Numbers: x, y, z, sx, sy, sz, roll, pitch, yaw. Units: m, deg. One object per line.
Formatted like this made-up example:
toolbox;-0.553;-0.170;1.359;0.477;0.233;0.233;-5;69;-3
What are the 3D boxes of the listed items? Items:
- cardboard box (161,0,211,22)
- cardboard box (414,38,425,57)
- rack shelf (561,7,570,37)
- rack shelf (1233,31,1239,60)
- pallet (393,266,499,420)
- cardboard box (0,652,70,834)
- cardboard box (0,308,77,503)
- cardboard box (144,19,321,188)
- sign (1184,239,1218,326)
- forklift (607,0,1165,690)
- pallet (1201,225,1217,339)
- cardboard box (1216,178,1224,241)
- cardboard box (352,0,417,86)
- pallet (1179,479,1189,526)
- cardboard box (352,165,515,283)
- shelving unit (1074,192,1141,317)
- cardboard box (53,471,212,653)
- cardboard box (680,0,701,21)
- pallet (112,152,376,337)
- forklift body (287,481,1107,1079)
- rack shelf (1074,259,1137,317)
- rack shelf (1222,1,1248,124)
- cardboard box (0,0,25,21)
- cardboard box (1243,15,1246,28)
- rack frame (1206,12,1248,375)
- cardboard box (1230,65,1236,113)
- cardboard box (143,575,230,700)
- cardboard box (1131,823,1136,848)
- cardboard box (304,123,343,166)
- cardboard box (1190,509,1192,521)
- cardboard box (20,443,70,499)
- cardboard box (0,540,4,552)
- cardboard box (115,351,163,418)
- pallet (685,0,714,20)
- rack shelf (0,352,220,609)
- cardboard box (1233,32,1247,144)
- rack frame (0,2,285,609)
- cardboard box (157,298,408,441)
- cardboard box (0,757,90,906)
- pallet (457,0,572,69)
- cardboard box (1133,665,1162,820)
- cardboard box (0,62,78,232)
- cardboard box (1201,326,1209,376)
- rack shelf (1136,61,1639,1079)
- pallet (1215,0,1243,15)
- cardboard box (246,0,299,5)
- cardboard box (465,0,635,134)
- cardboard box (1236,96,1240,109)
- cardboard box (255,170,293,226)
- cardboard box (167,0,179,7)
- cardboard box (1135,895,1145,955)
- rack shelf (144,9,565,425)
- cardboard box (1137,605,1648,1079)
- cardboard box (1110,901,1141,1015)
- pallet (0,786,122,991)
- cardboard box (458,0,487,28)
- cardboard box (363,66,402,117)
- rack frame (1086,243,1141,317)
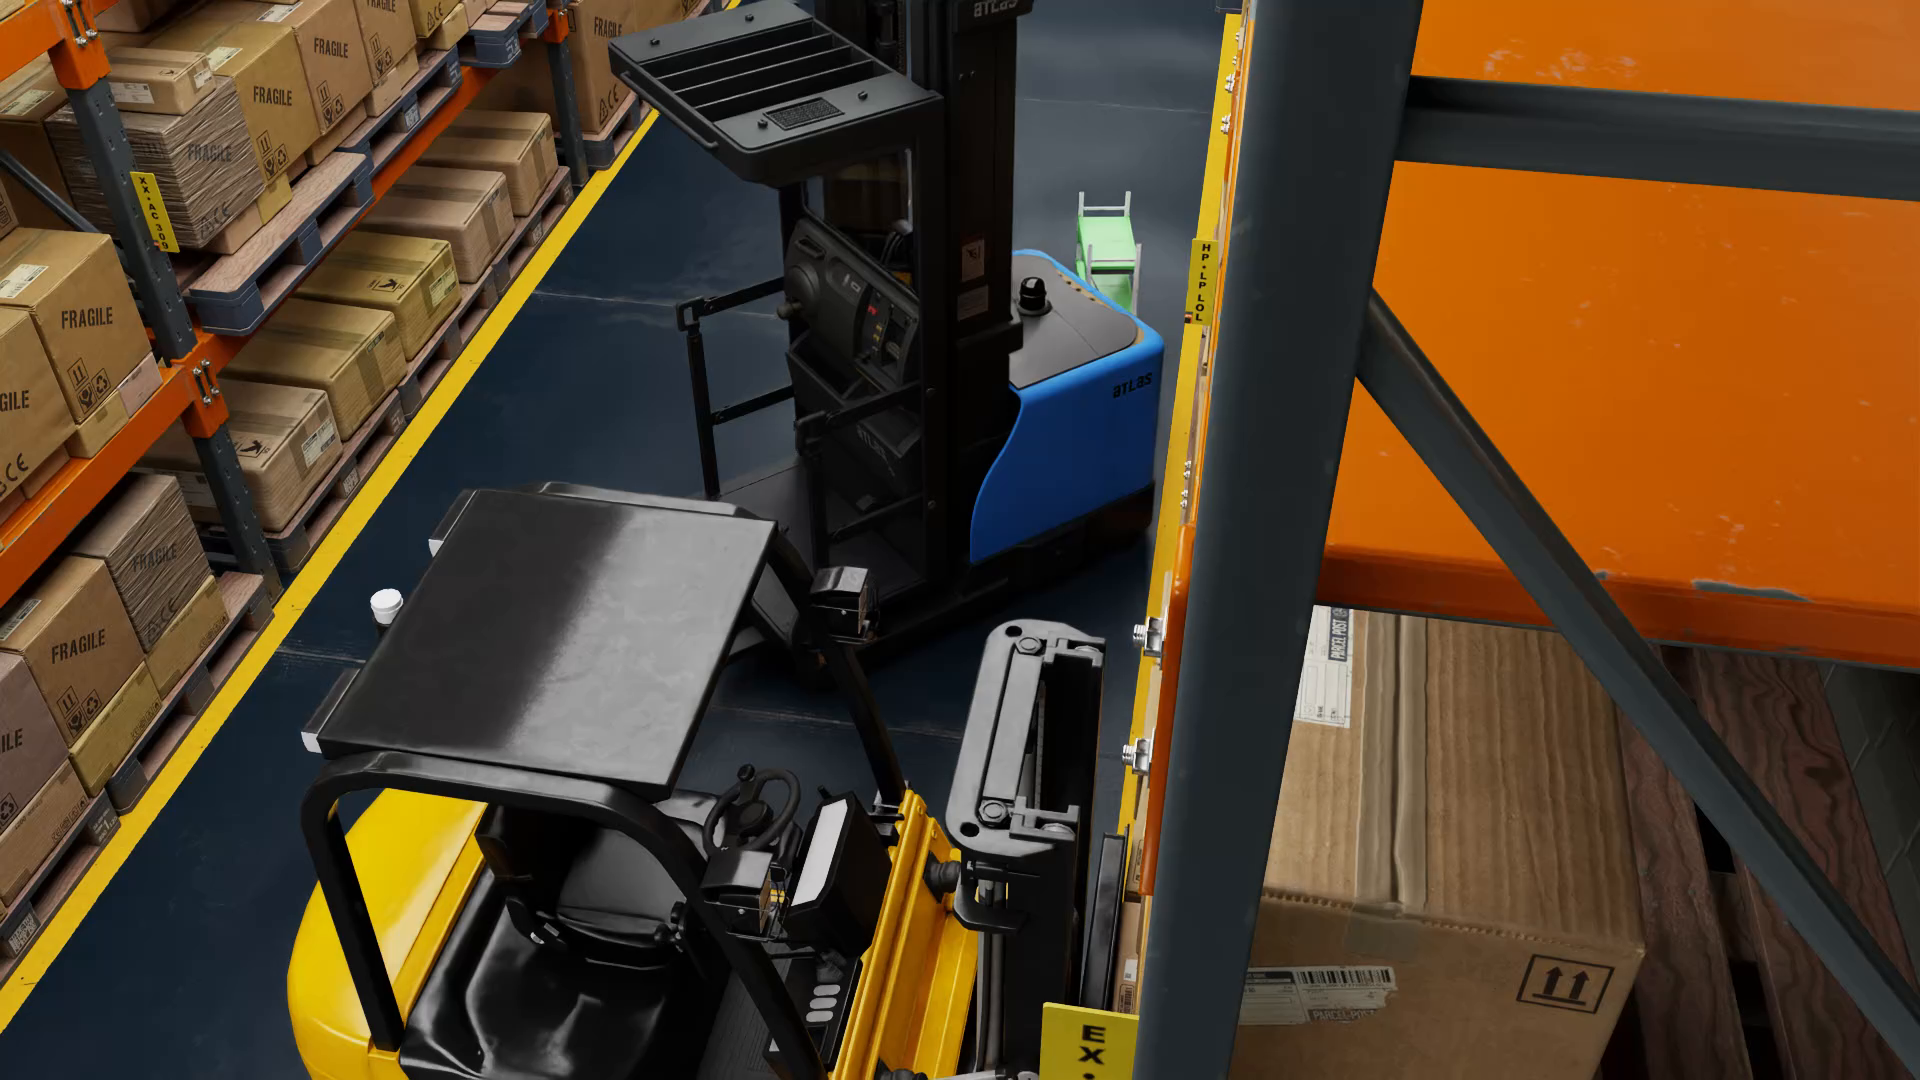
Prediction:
cardboard box;-3.502;-2.205;7.421;0.500;0.500;0.500;8;40;9
cardboard box;-2.896;-2.469;8.250;0.380;0.149;0.250;7;40;8
rack shelf;-2.497;-4.428;11.317;1.077;0.370;4.000;6;40;8
rack shelf;2.392;-3.883;10.657;1.077;0.370;4.000;6;40;8
pallet;-3.193;-1.122;8.941;1.003;0.211;1.213;6;40;8
cardboard box;-3.547;0.710;5.778;0.500;0.500;0.500;8;40;10
cardboard box;-3.450;-0.463;5.644;0.500;0.500;0.500;8;40;9
cardboard box;-3.086;-1.832;6.970;0.500;0.500;0.500;7;40;8
sign;0.818;-0.864;5.595;0.100;0.325;0.005;6;40;8
forklift;-0.610;-0.896;6.534;3.031;2.935;1.130;-23;45;-26
pallet;1.865;-1.318;9.179;1.003;0.211;1.213;6;40;8
cardboard box;1.269;-1.190;6.560;0.500;0.250;0.500;5;40;7
cardboard box;-2.908;-2.464;7.735;0.500;0.500;0.500;5;40;6
pallet;1.443;0.213;7.327;1.003;0.211;1.213;6;40;8
cardboard box;-3.070;-1.782;9.284;0.950;0.372;0.625;6;40;7
shelving unit;0.690;-1.022;8.045;0.258;1.200;0.503;-1;40;-1
cardboard box;-3.373;0.070;6.551;0.500;0.500;0.500;6;40;7
cardboard box;-2.328;-4.338;11.981;0.875;0.875;0.875;7;40;9
pallet;-3.260;-1.330;7.155;1.003;0.211;1.213;6;40;8
forklift body;-0.807;1.051;4.791;2.313;2.155;1.214;6;40;8
rack shelf;0.690;-1.158;7.933;0.258;0.148;0.480;-1;40;-1
rack shelf;1.700;-2.529;6.665;1.077;0.370;4.000;6;40;8
cardboard box;-3.289;-1.767;5.377;0.380;0.149;0.250;7;40;8
cardboard box;1.641;-2.475;8.114;0.500;0.250;0.500;8;40;9
rack frame;1.354;-0.395;5.874;1.000;3.000;0.127;6;40;8
cardboard box;1.356;-1.902;7.109;0.380;0.149;0.250;5;40;6
cardboard box;-3.373;0.359;6.791;0.500;0.250;0.500;8;40;10
cardboard box;0.783;1.210;5.368;0.500;0.250;0.500;6;40;7
cardboard box;-3.017;-1.816;7.460;0.380;0.149;0.250;7;40;8
cardboard box;0.863;-0.037;4.853;0.380;0.149;0.250;7;40;9
cardboard box;-3.449;-0.295;5.950;0.380;0.149;0.250;7;40;8
cardboard box;-3.463;0.030;5.557;0.380;0.149;0.250;6;40;7
cardboard box;-3.291;-0.608;6.328;0.380;0.149;0.250;6;40;7
pallet;-2.419;-3.625;11.969;1.003;0.211;1.213;6;40;8
rack shelf;-3.881;0.592;5.244;1.077;0.370;4.000;6;40;8
cardboard box;0.970;-1.222;4.182;0.500;0.311;0.500;7;40;9
rack frame;-3.535;-0.940;6.533;1.000;3.000;0.127;6;40;8
cardboard box;-3.326;-0.870;8.181;0.950;0.372;0.625;9;40;10
cardboard box;-3.548;1.012;6.000;0.500;0.250;0.500;7;40;8
pallet;-2.861;-2.917;9.075;1.213;0.211;1.003;6;40;8
cardboard box;0.863;0.706;5.585;0.500;0.250;0.500;6;40;8
cardboard box;-3.681;-1.570;6.654;0.500;0.500;0.500;6;40;7
cardboard box;1.184;-0.682;6.339;0.500;0.250;0.500;7;40;9
rack shelf;1.008;-0.019;3.629;1.077;0.370;4.000;6;40;8
pallet;2.095;-3.265;9.495;1.213;0.211;1.003;6;40;8
cardboard box;-3.019;-2.454;7.214;0.380;0.149;0.250;9;40;10
cardboard box;-2.642;-3.218;10.626;0.875;0.875;0.875;6;40;7
cardboard box;0.798;-0.802;3.709;0.396;0.266;0.258;6;40;7
cardboard box;-3.077;-1.473;7.045;0.380;0.149;0.250;7;40;9
cardboard box;-3.547;-2.428;7.182;0.380;0.149;0.250;5;40;6
cardboard box;0.752;0.776;4.379;0.500;0.500;0.500;7;40;8
rack shelf;-3.189;-1.918;8.280;1.077;0.370;4.000;6;40;8
cardboard box;0.499;0.416;2.053;0.500;0.500;0.500;8;40;9
cardboard box;0.690;1.348;4.809;0.500;0.250;0.500;6;40;7
pallet;-3.825;1.328;5.978;1.003;0.211;1.213;6;40;8
cardboard box;-2.694;-2.787;8.635;0.380;0.149;0.250;5;40;6
cardboard box;-2.875;-2.132;7.842;0.380;0.149;0.250;8;40;9
rack frame;0.695;-0.867;7.857;0.240;1.200;0.015;-1;40;-1
